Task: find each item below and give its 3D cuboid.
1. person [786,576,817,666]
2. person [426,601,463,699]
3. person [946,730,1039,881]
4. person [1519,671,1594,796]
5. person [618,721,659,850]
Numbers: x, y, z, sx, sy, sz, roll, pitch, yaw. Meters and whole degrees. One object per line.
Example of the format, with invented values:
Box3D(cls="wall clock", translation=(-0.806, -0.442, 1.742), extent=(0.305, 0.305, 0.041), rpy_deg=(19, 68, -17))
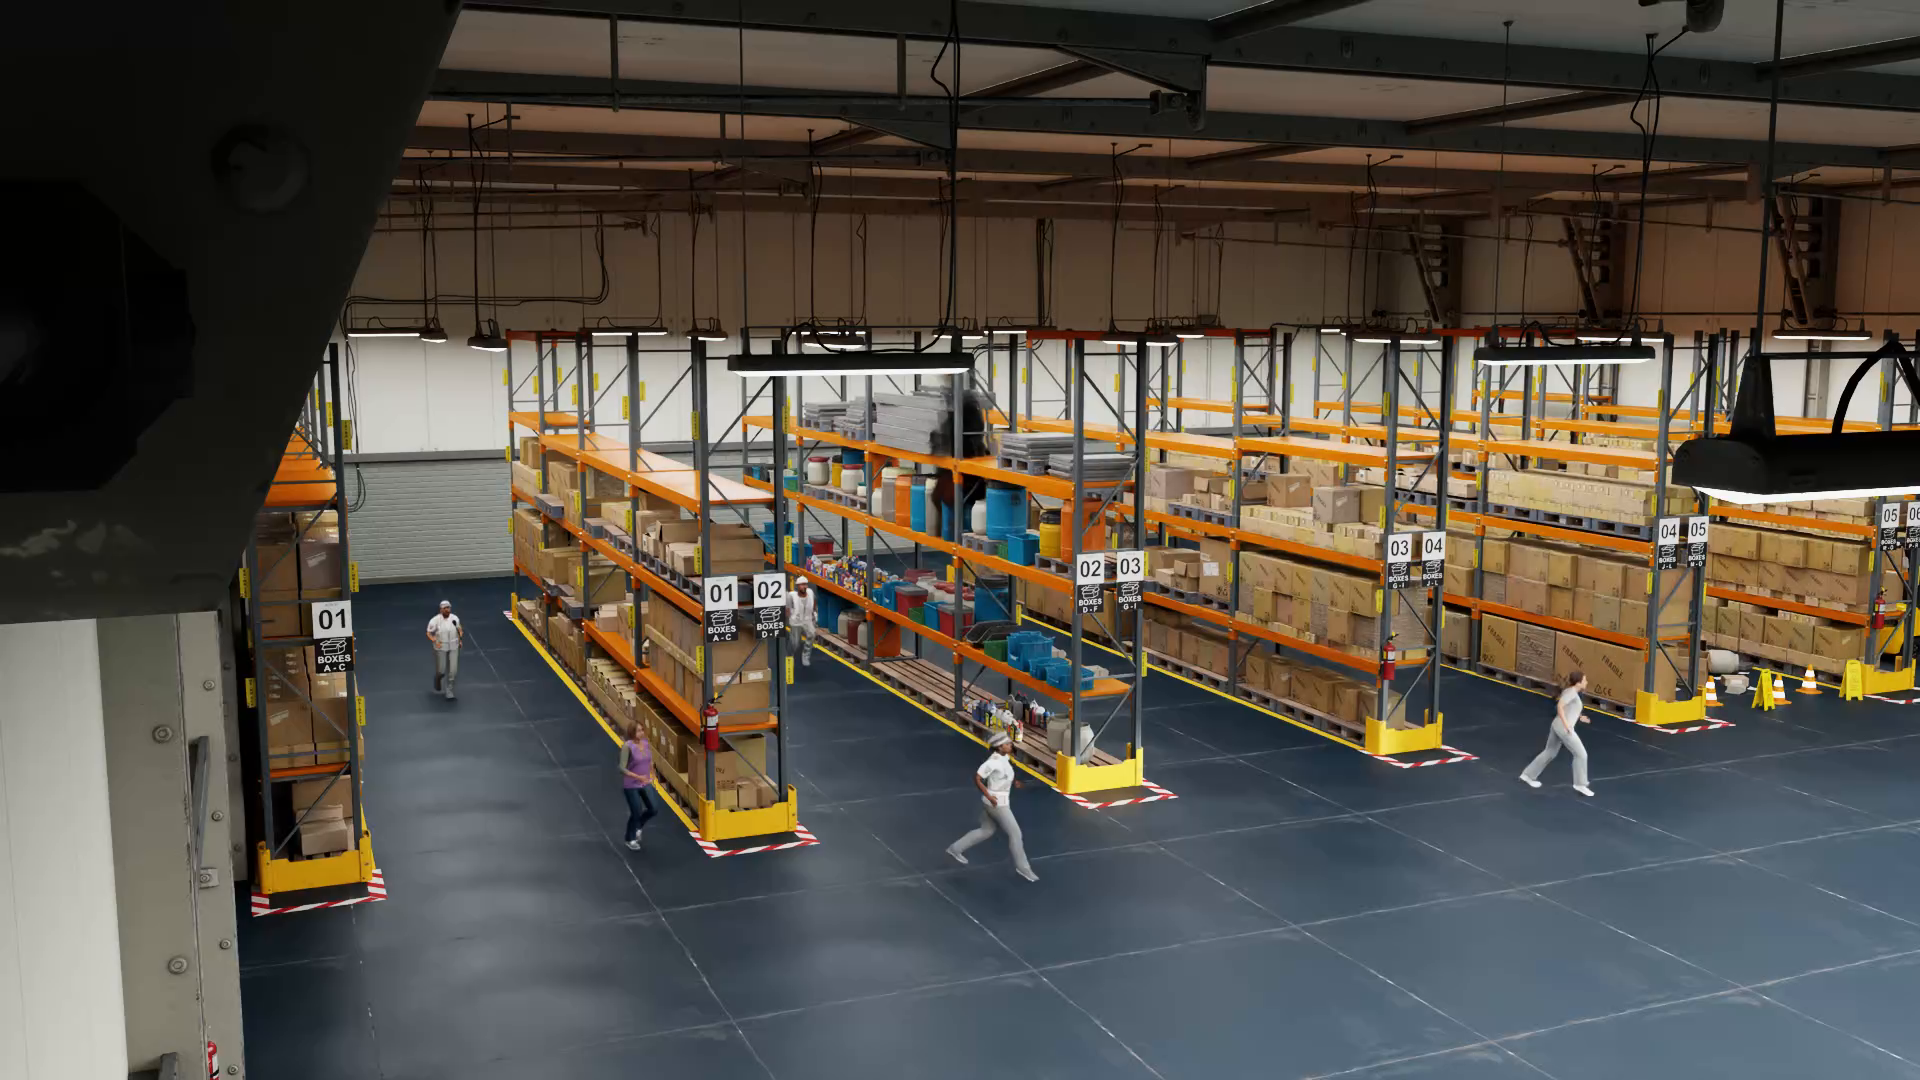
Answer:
Box3D(cls="person", translation=(-2.804, 1.447, 29.117), extent=(0.707, 1.673, 1.033), rpy_deg=(-4, 9, -25))
Box3D(cls="person", translation=(-8.503, 1.796, 27.514), extent=(0.595, 1.622, 0.561), rpy_deg=(-5, 9, -32))
Box3D(cls="person", translation=(0.365, 2.983, 18.683), extent=(1.054, 1.737, 0.542), rpy_deg=(0, 8, 0))
Box3D(cls="person", translation=(7.901, 2.541, 21.918), extent=(0.951, 1.672, 0.566), rpy_deg=(1, 8, 11))
Box3D(cls="person", translation=(-3.760, 2.897, 19.622), extent=(0.550, 1.563, 0.579), rpy_deg=(6, 10, 39))
